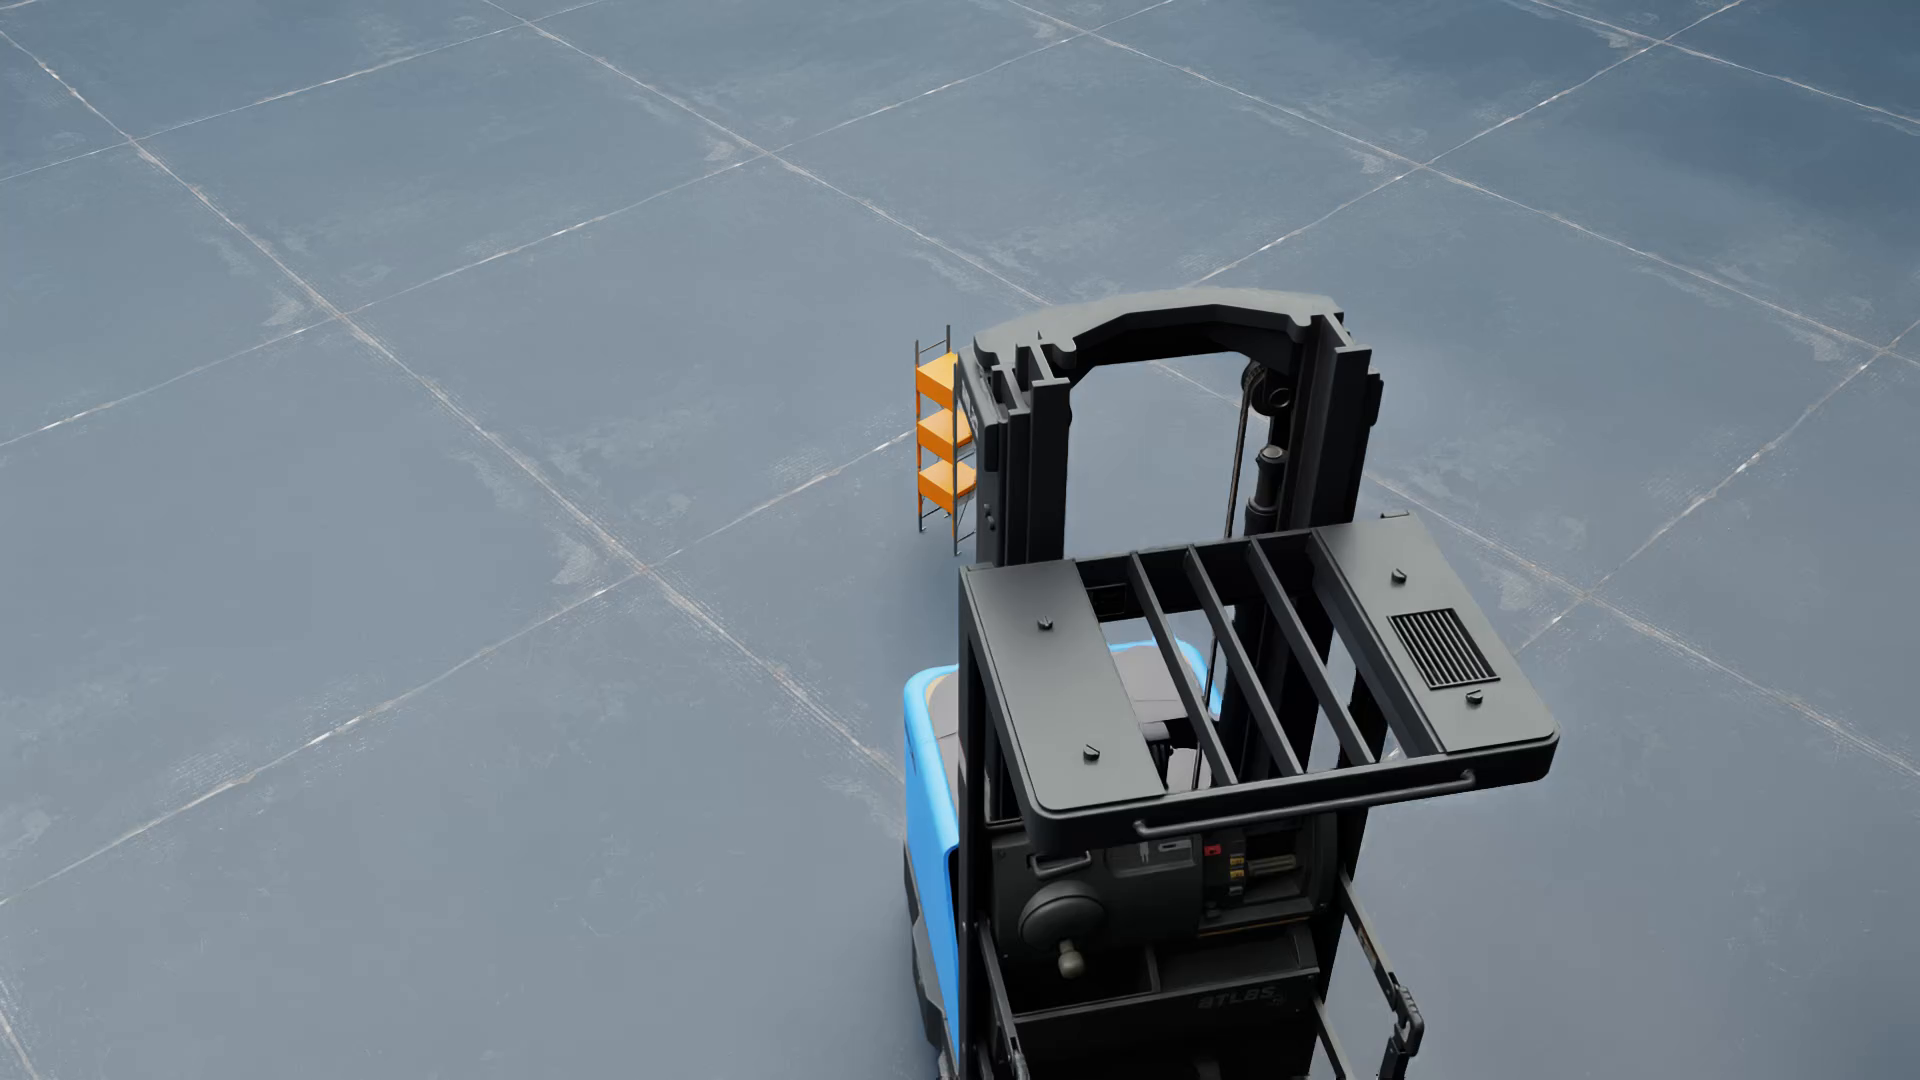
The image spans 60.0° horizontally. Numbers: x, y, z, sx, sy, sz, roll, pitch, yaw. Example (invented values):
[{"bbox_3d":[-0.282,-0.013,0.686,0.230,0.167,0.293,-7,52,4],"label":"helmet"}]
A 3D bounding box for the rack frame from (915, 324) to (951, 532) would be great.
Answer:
[{"bbox_3d":[-0.119,-0.490,7.521,0.200,1.050,0.008,-30,48,-32],"label":"rack frame"}]

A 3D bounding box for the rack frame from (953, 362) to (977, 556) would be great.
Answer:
[{"bbox_3d":[0.046,-0.377,7.381,0.200,1.050,0.008,-30,48,-32],"label":"rack frame"}]

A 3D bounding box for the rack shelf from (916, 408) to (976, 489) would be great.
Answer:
[{"bbox_3d":[-0.036,-0.425,7.457,0.215,0.259,0.240,-30,48,-32],"label":"rack shelf"}]

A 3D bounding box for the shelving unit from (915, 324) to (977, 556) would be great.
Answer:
[{"bbox_3d":[-0.036,-0.433,7.451,0.215,1.050,0.252,-30,48,-32],"label":"shelving unit"}]

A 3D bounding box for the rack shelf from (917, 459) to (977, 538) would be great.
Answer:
[{"bbox_3d":[-0.036,-0.209,7.632,0.215,0.259,0.240,-30,48,-32],"label":"rack shelf"}]

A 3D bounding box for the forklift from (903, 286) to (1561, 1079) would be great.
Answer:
[{"bbox_3d":[0.587,0.978,4.206,1.130,2.935,3.031,-7,39,-9],"label":"forklift"}]

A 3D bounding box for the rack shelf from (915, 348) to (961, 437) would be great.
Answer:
[{"bbox_3d":[-0.036,-0.646,7.279,0.215,0.259,0.240,-30,48,-32],"label":"rack shelf"}]
